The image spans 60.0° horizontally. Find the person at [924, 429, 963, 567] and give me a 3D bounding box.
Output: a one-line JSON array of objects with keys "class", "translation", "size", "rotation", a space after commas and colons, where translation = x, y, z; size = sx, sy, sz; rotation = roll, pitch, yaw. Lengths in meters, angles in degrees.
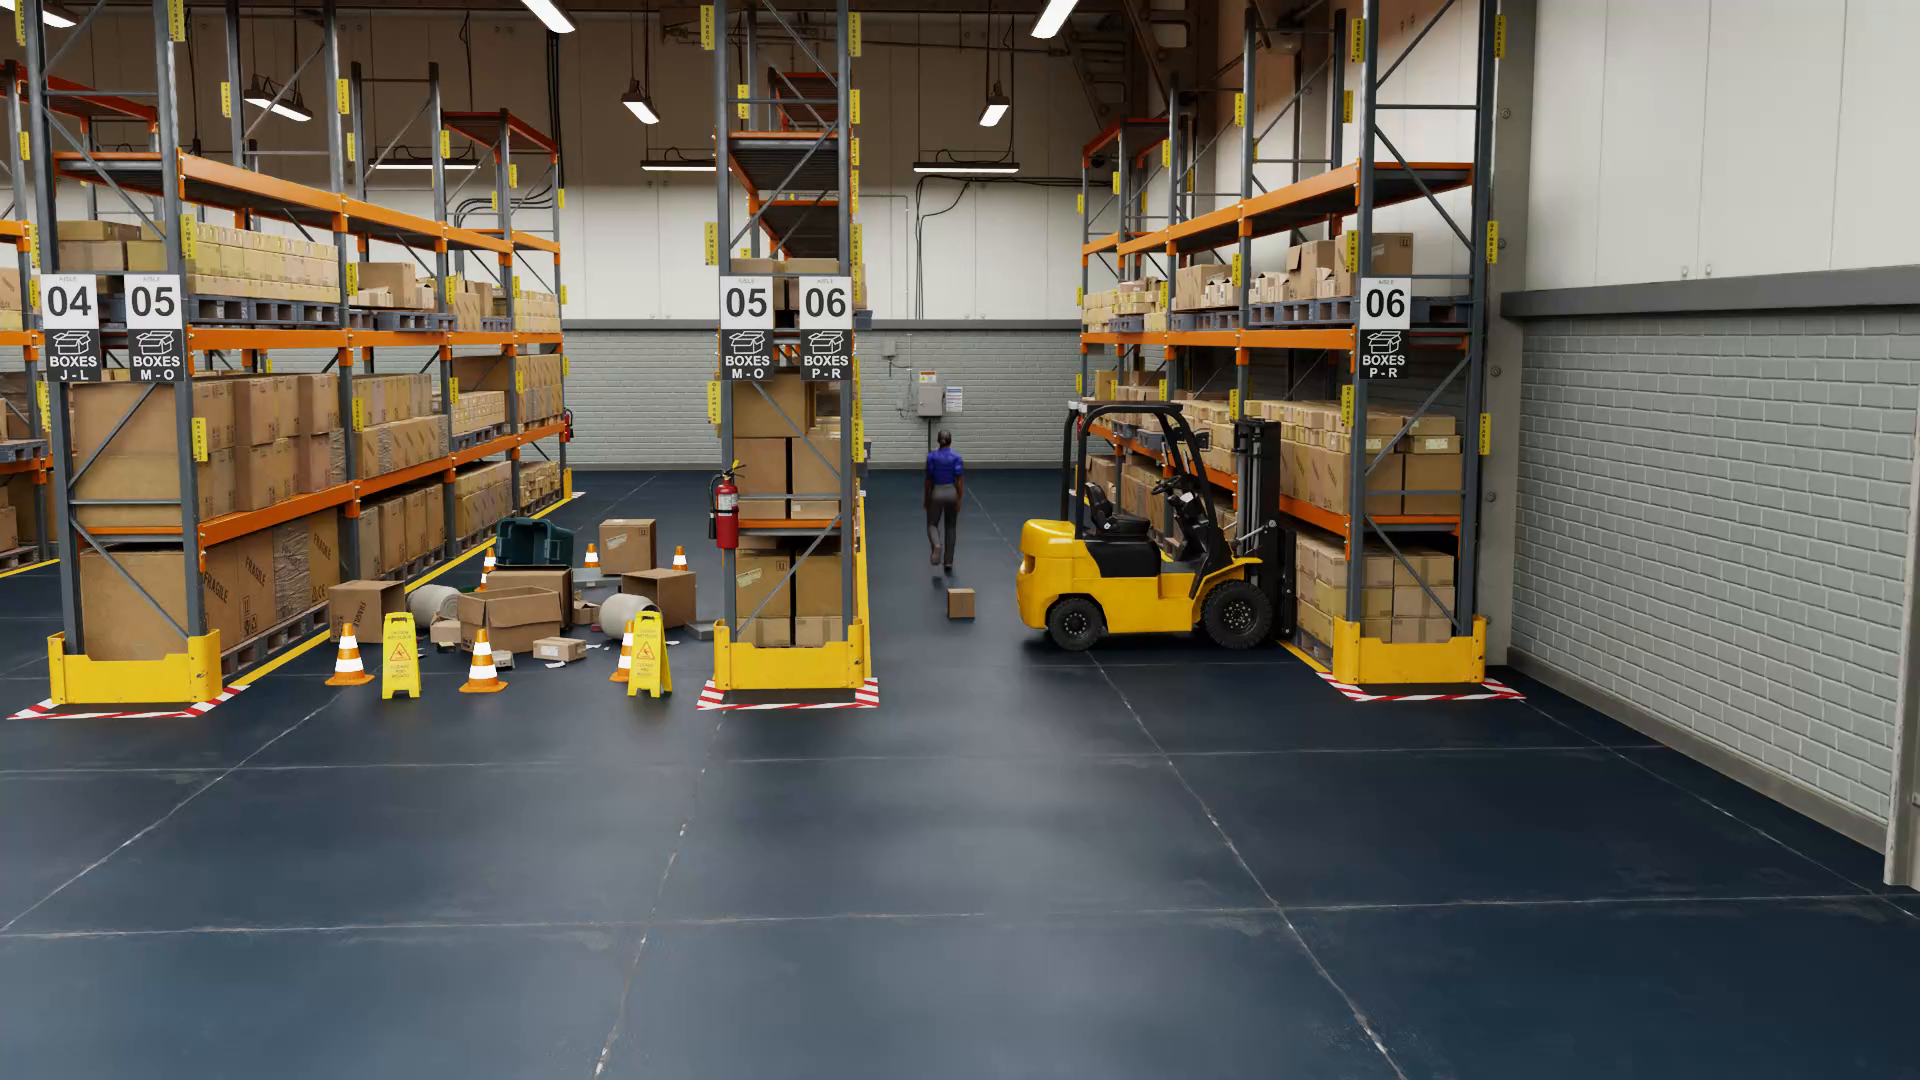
[{"class": "person", "translation": [-0.192, -0.481, 19.526], "size": [0.453, 1.640, 0.628], "rotation": [0, 7, -4]}]
